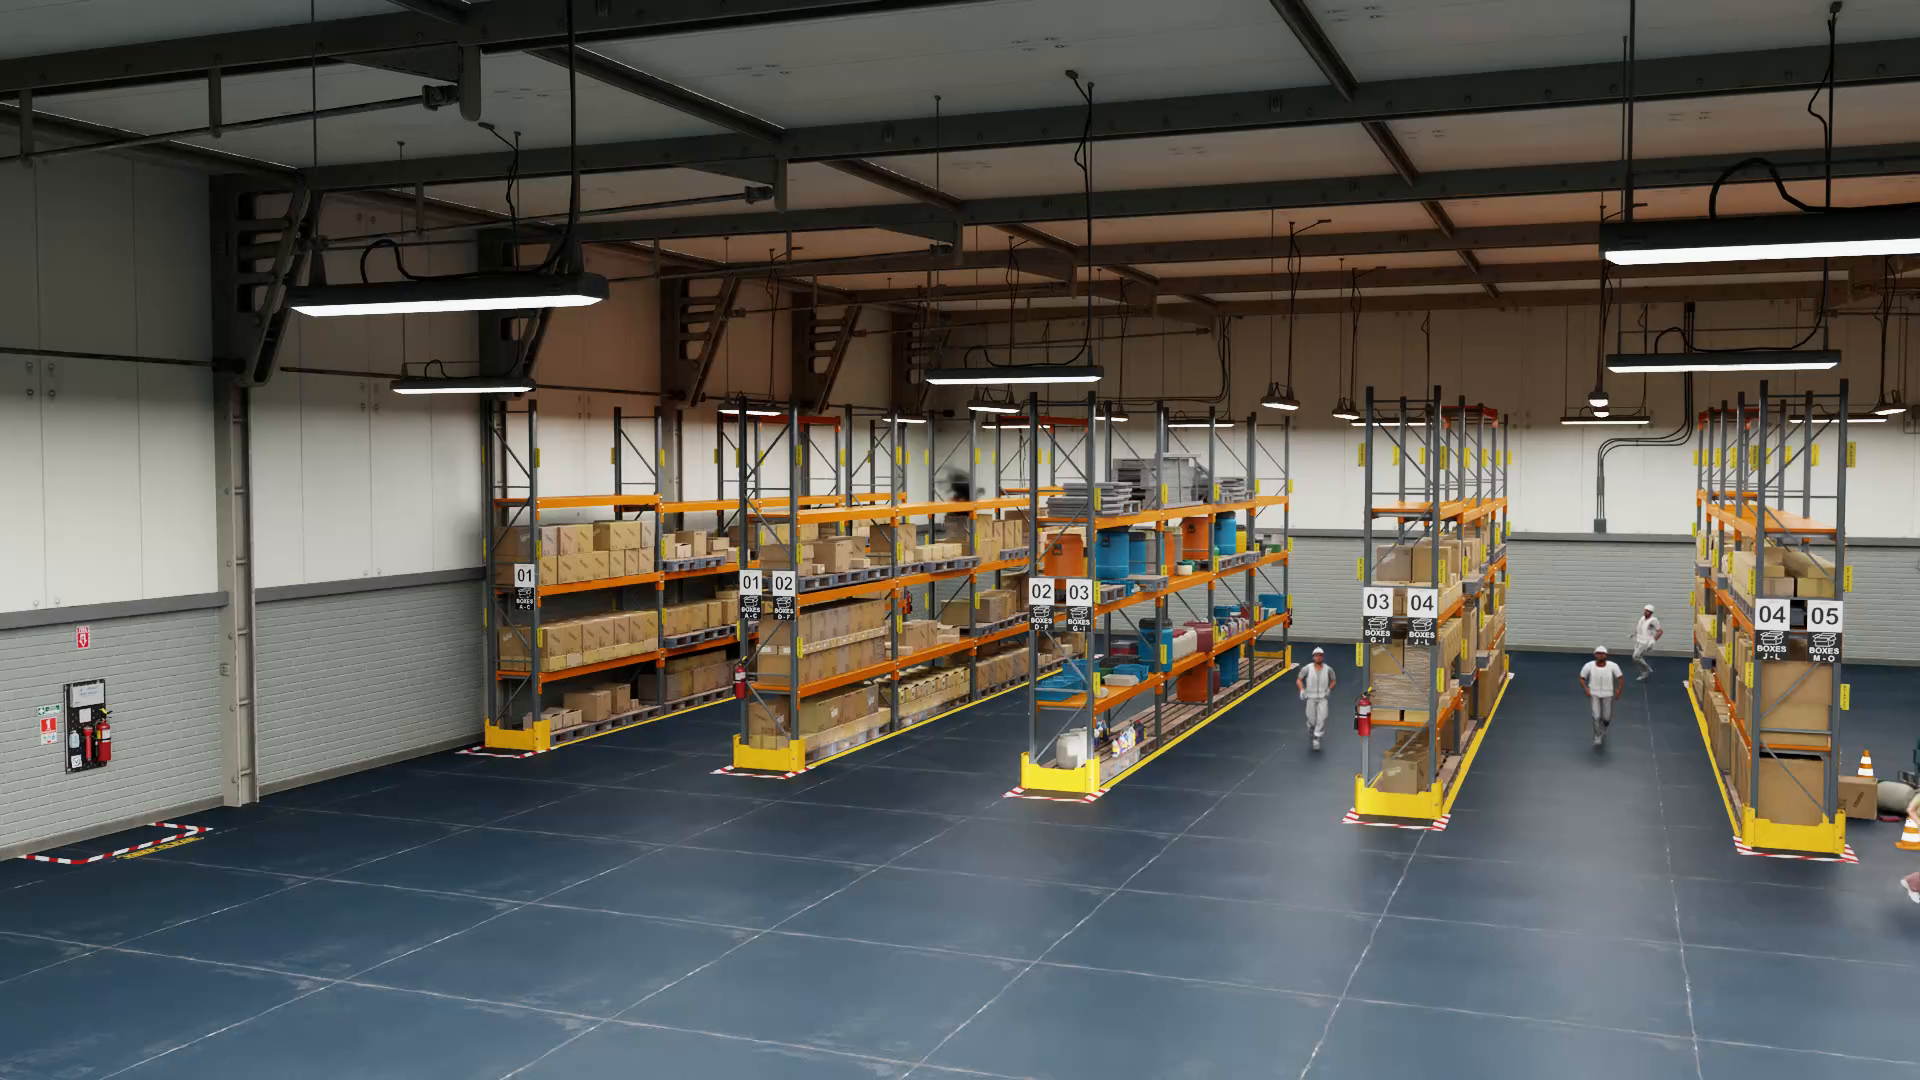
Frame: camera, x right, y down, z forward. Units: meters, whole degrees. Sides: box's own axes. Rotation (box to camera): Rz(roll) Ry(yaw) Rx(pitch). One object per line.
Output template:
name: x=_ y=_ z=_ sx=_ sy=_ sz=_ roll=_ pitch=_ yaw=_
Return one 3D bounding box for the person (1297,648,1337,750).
person: x=6.133 y=2.723 z=28.570 sx=0.659 sy=1.745 sz=0.645 roll=0 pitch=3 yaw=5

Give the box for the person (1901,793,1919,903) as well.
person: x=10.653 y=3.281 z=18.103 sx=0.569 sy=1.673 sz=0.851 roll=-1 pitch=3 yaw=-16

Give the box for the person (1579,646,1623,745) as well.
person: x=11.231 y=2.706 z=29.143 sx=0.733 sy=1.720 sz=0.602 roll=1 pitch=3 yaw=17

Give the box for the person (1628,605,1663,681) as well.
person: x=15.272 y=2.303 z=37.164 sx=0.513 sy=1.728 sz=0.760 roll=0 pitch=3 yaw=-7
